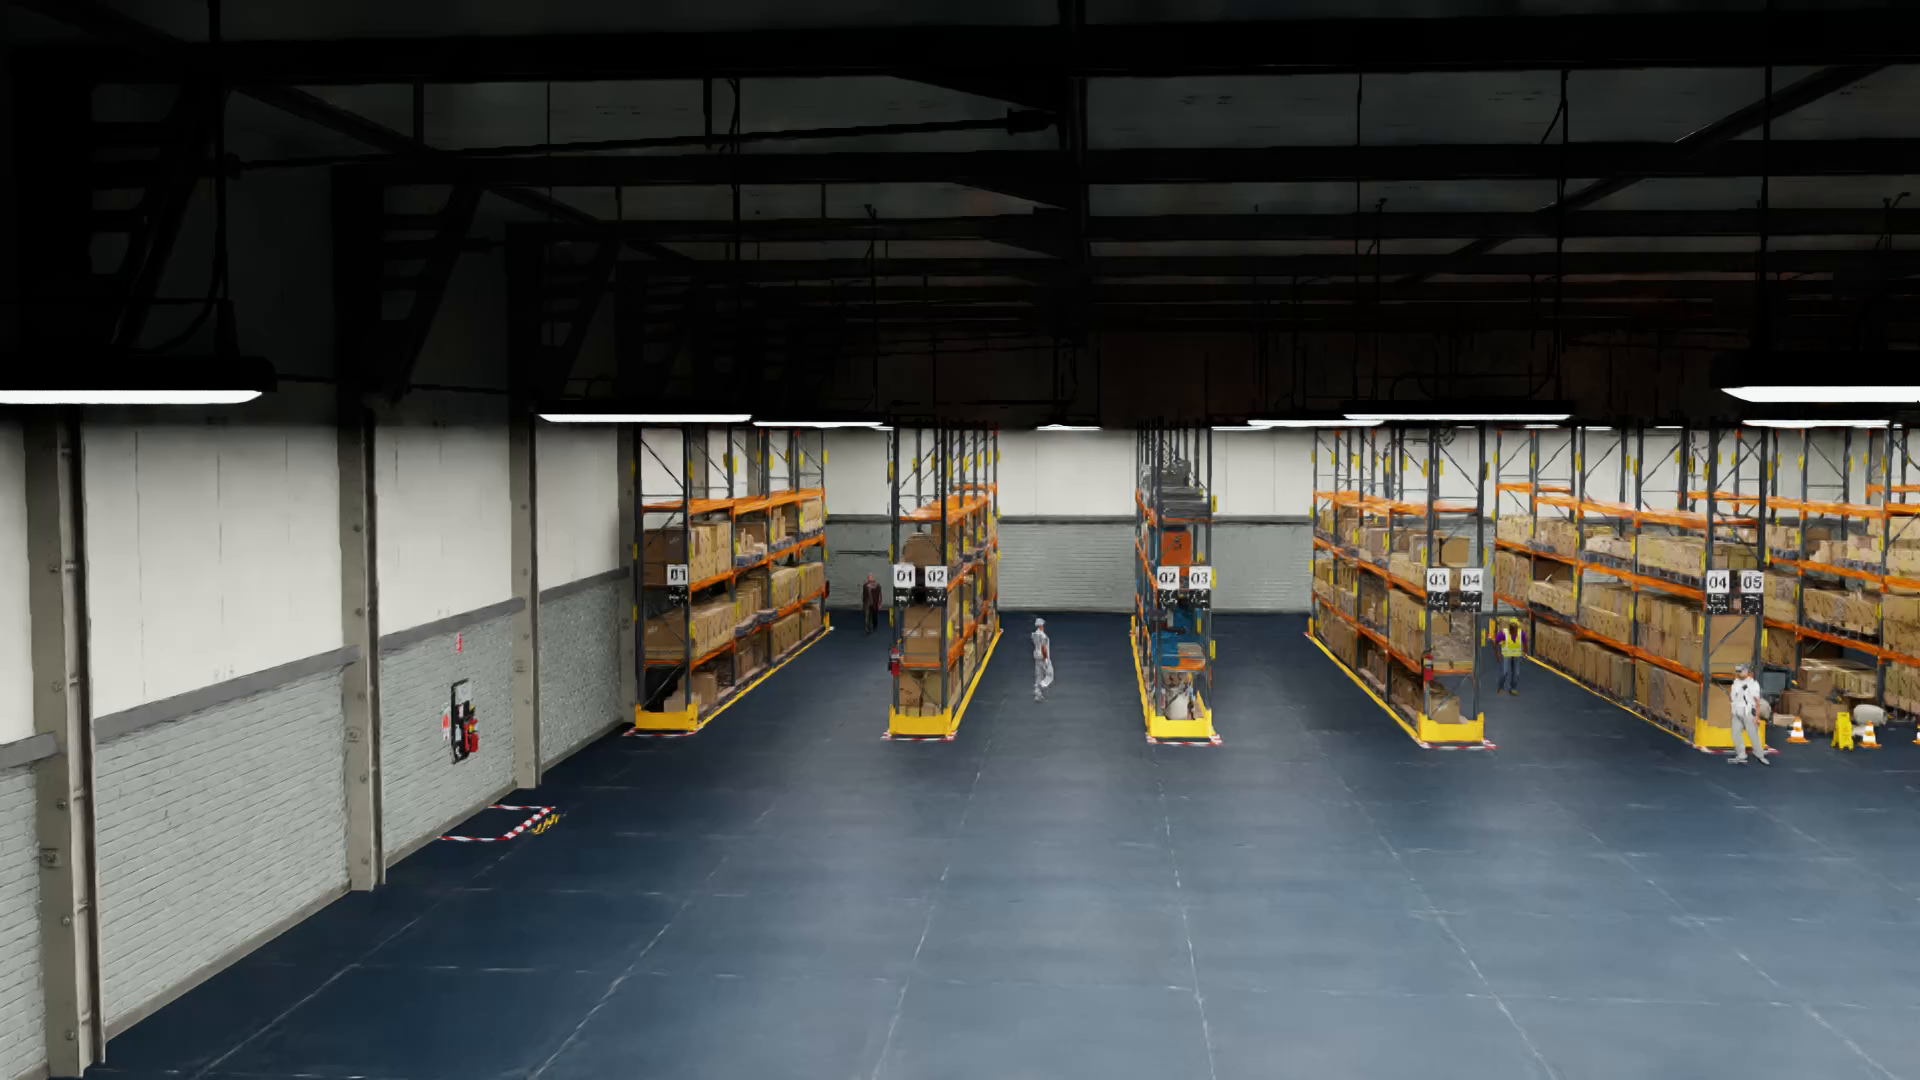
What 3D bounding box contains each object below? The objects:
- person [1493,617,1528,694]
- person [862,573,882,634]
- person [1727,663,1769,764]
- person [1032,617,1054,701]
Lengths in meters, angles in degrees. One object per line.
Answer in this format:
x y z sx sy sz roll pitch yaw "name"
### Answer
11.967 2.515 36.138 0.719 1.714 0.578 0 4 2 "person"
-2.498 1.786 47.061 0.603 1.724 1.094 0 4 4 "person"
13.586 2.985 28.665 0.563 1.748 0.656 -2 4 -23 "person"
1.710 2.530 35.199 0.443 1.786 0.598 -2 4 -23 "person"
